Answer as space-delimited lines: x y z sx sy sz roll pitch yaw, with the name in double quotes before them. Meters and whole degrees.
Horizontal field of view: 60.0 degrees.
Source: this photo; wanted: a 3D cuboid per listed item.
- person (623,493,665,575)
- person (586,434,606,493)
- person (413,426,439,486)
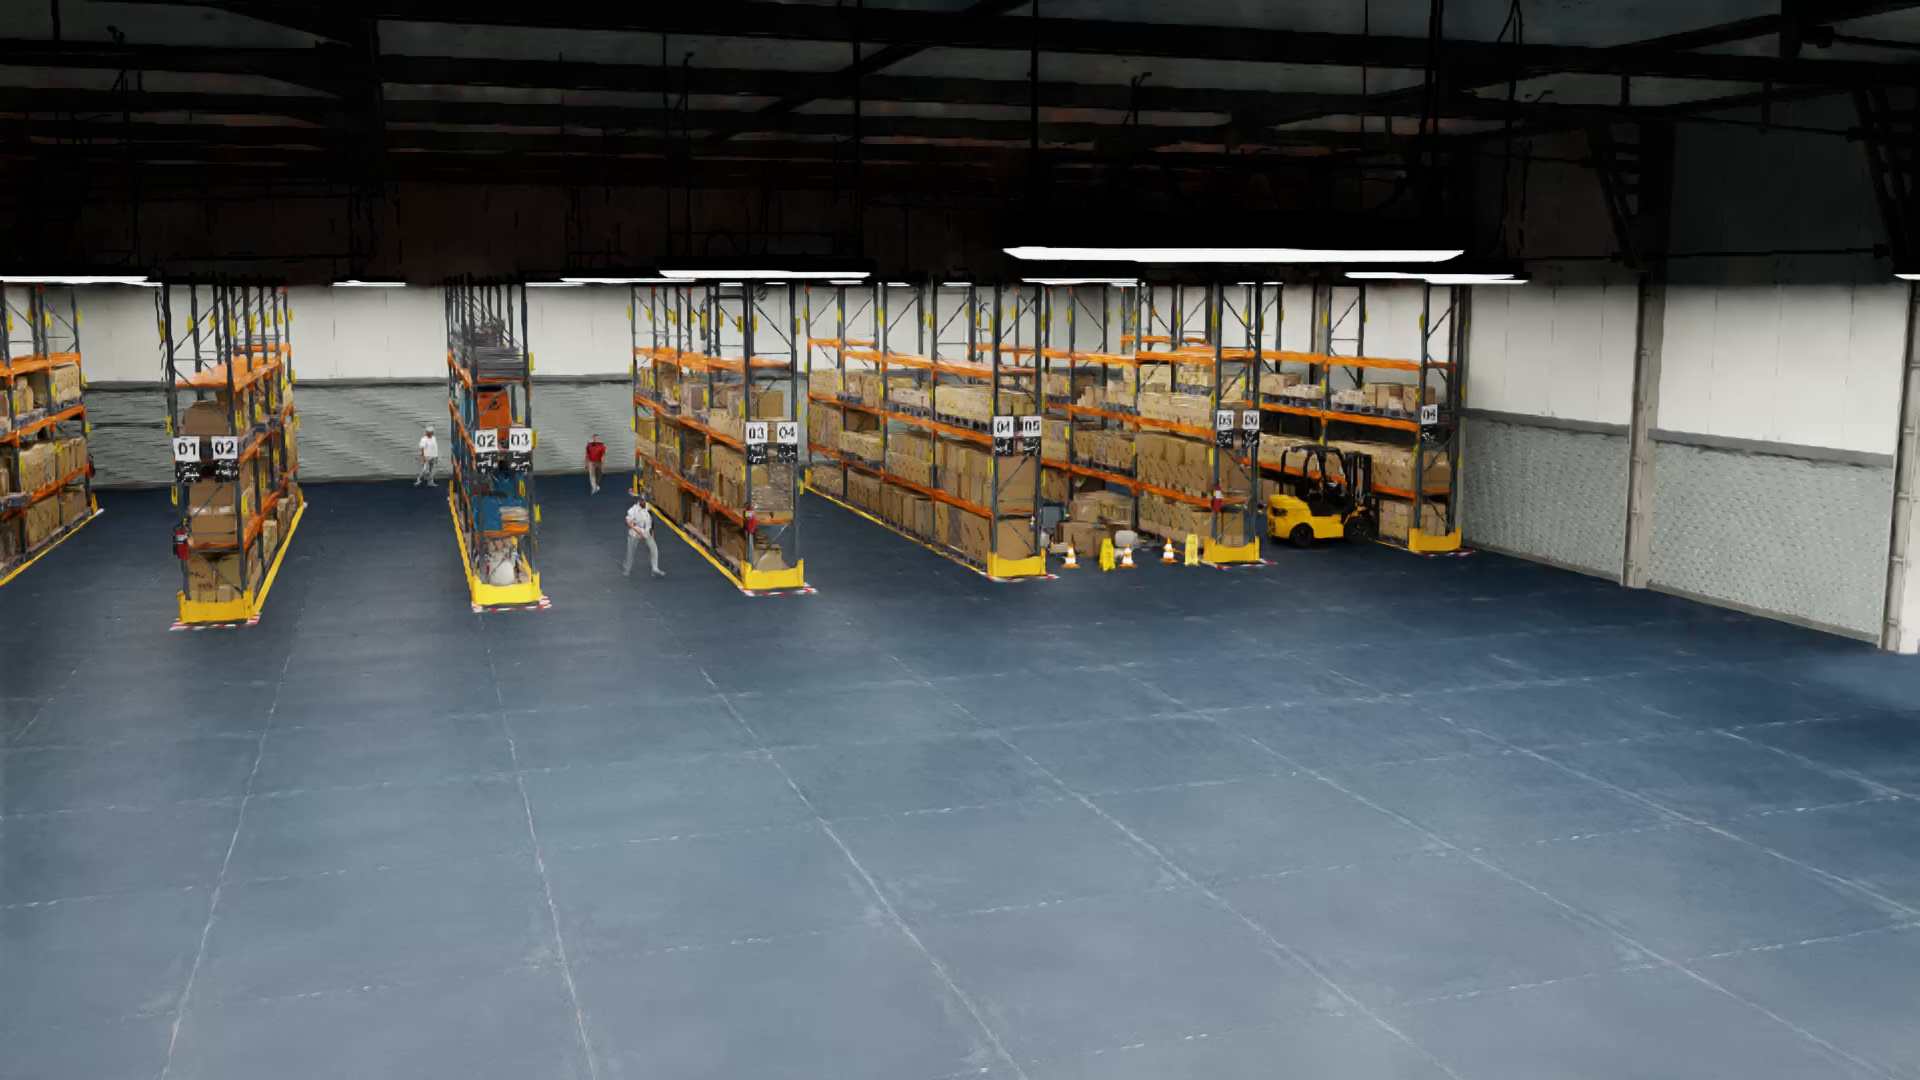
"person" -6.393 -0.137 33.319 0.700 1.690 0.863 -6 10 -35
"person" -10.243 -2.166 46.828 0.540 1.646 1.120 -3 9 -20
"person" -15.551 -2.437 48.379 0.514 1.760 0.747 5 10 28
